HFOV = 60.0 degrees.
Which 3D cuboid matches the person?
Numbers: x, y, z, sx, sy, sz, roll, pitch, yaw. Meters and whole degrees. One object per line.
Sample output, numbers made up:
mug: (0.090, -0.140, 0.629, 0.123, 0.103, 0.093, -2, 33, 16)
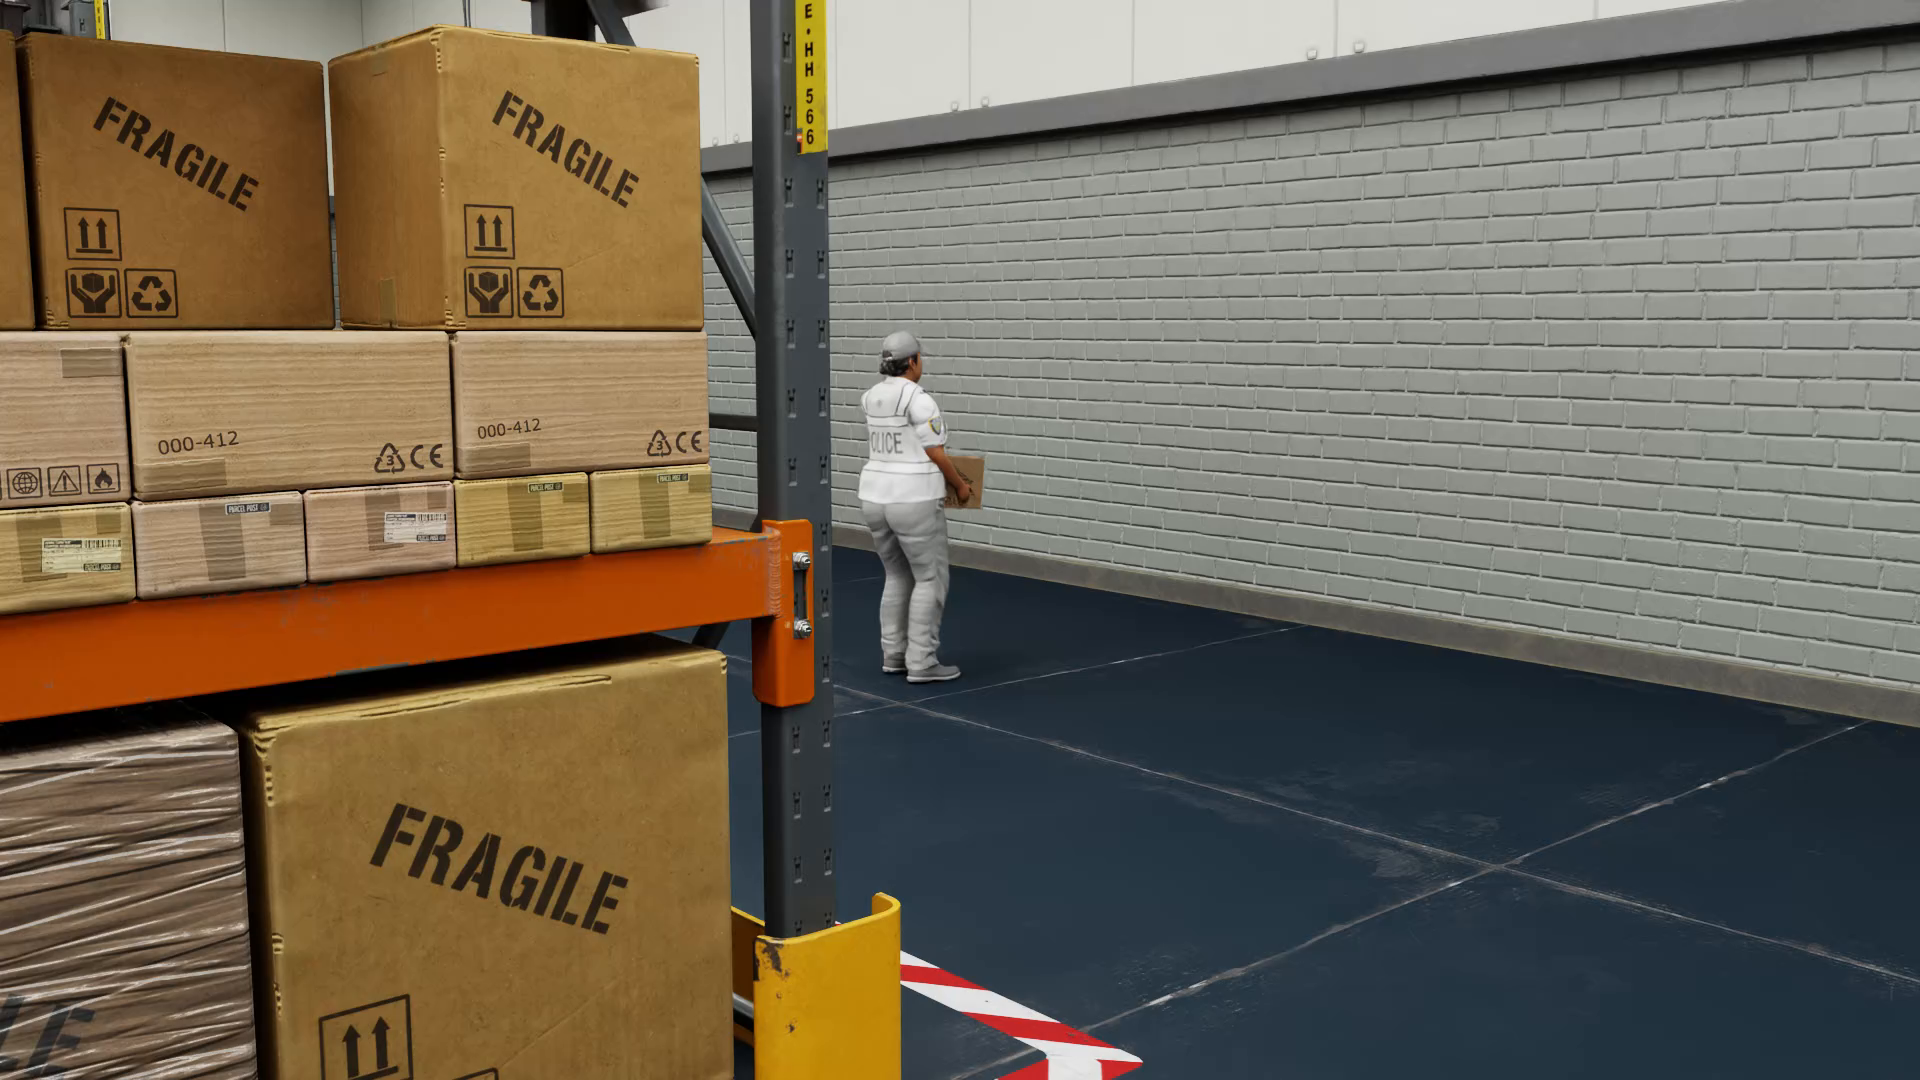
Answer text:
person: (-0.215, -0.168, 8.031, 0.523, 1.668, 0.480, -7, 10, -41)
